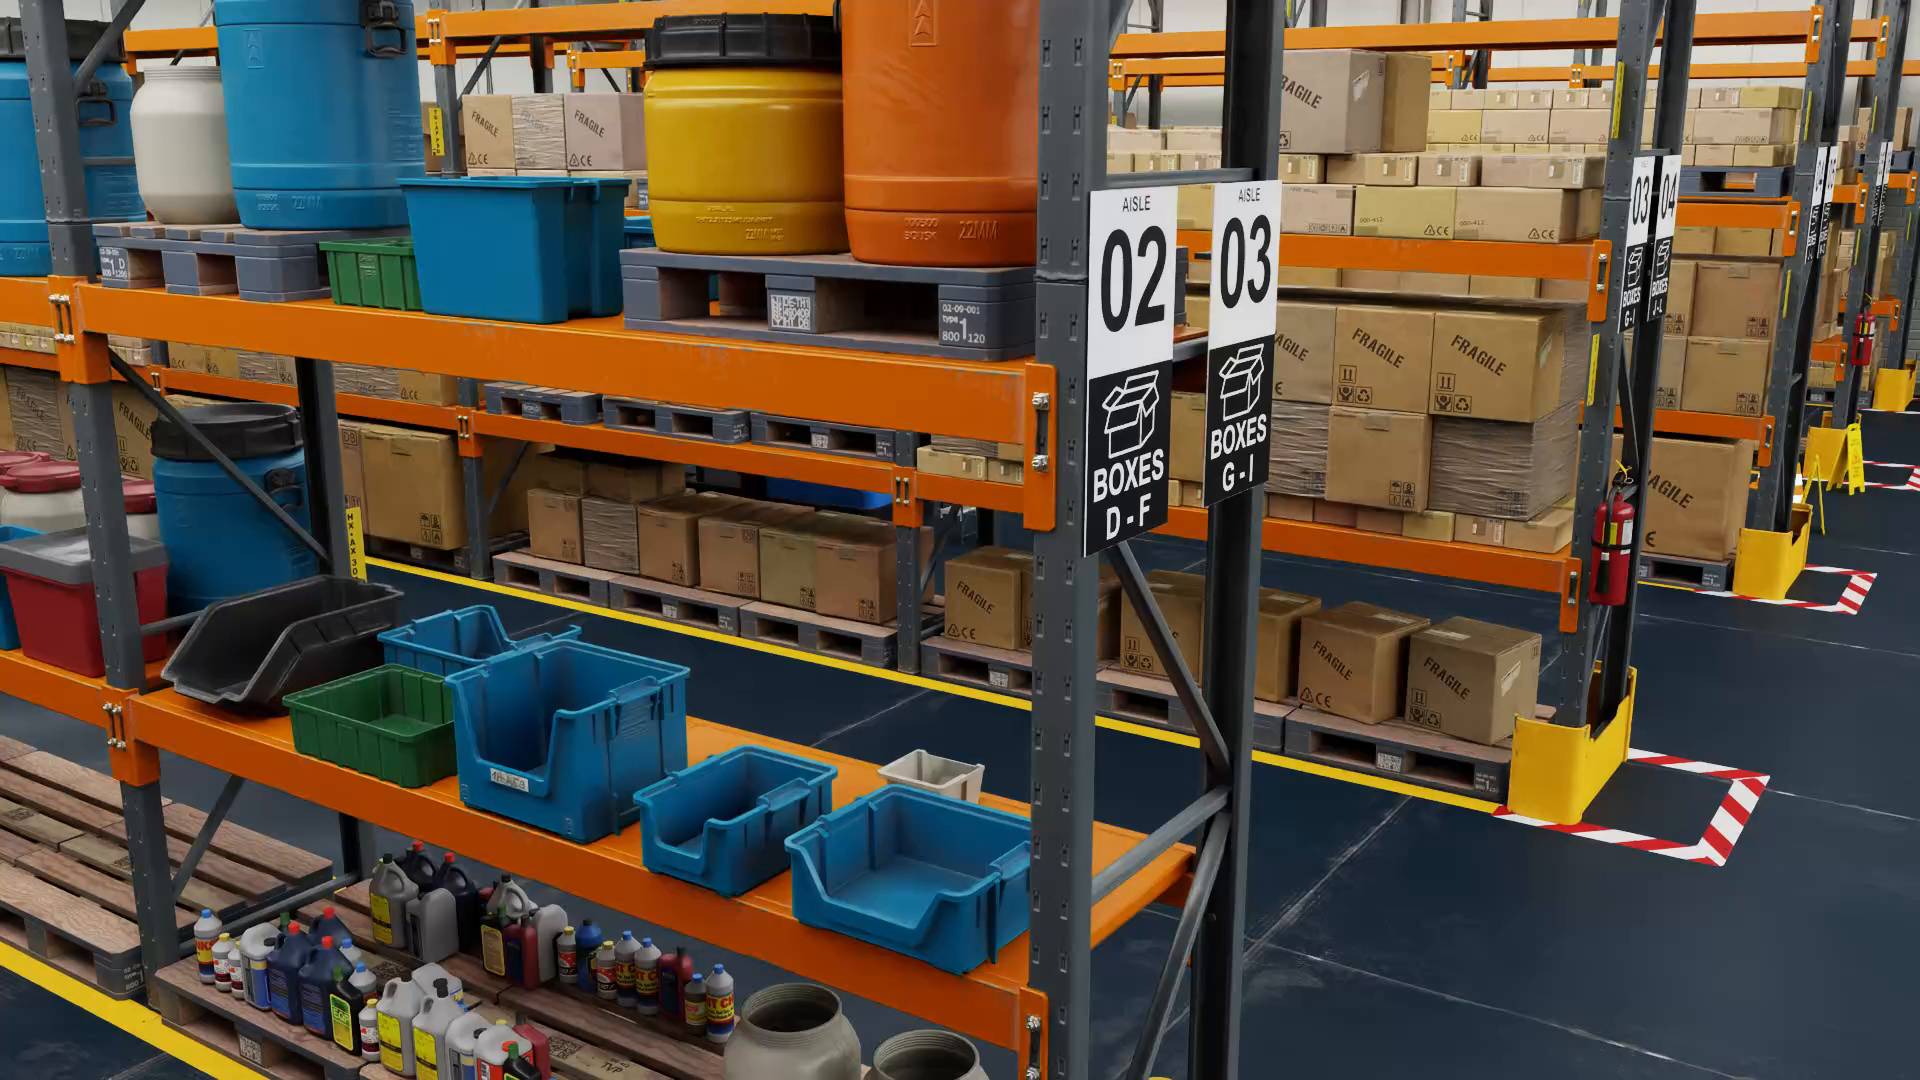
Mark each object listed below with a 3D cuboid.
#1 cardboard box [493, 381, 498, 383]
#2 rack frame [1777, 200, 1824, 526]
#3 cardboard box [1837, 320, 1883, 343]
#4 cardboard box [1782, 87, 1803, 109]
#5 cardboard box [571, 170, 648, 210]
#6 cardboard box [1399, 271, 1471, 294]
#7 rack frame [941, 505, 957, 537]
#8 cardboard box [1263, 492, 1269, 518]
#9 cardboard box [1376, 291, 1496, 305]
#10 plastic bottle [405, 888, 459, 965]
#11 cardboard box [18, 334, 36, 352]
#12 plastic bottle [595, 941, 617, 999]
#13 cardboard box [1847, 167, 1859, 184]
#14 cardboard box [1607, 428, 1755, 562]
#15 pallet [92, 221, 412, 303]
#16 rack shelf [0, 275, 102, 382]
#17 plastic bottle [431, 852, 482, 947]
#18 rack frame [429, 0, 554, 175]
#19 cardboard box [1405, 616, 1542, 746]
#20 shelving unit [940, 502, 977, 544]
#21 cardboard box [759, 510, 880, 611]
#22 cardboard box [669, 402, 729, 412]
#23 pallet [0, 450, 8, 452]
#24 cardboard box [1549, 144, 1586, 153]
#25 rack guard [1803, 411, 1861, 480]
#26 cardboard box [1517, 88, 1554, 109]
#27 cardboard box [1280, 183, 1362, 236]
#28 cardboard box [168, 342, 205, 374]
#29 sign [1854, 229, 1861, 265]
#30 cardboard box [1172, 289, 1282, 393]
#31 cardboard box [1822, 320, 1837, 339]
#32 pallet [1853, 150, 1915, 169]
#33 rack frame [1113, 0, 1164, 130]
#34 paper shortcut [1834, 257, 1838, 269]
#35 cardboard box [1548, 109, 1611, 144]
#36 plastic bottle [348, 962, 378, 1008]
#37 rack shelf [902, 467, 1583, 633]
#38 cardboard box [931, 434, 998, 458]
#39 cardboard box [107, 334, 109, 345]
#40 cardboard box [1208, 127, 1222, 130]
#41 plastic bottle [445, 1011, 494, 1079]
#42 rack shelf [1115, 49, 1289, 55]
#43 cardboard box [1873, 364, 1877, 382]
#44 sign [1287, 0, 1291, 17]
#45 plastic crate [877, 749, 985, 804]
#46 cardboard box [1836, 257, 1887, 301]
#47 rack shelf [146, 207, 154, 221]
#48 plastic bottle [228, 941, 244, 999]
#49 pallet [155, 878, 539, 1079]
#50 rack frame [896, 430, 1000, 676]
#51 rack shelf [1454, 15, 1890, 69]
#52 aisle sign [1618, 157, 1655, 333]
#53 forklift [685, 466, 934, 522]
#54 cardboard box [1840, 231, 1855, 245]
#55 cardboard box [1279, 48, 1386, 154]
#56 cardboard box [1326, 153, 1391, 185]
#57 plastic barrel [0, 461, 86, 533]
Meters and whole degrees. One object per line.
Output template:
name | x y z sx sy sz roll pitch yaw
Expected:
cardboard box | -3.635 -1.419 13.106 0.500 0.500 0.500 10 17 34
rack frame | 6.105 -1.153 12.239 0.053 2.616 0.949 9 17 33
cardboard box | 11.259 -2.601 20.856 0.500 0.250 0.500 9 16 32
cardboard box | 6.007 -3.236 12.191 0.250 0.149 0.380 9 17 33
cardboard box | -2.278 -2.385 11.284 0.500 0.250 0.500 10 17 34
cardboard box | 3.967 -2.081 13.426 0.550 0.550 0.875 9 17 33
rack frame | -0.091 -0.452 13.775 0.006 0.900 0.240 9 17 33
cardboard box | 1.600 -0.234 9.048 0.250 0.149 0.380 9 17 33
cardboard box | 2.539 -1.053 8.928 0.500 0.500 0.500 9 17 33
plastic bottle | -2.036 1.469 6.400 0.135 0.276 0.152 9 17 33
cardboard box | -8.634 -1.883 15.710 0.250 0.149 0.380 9 16 31
plastic bottle | -1.290 1.576 6.122 0.097 0.201 0.097 0 14 0
cardboard box | 8.691 -3.598 16.395 0.250 0.149 0.380 9 17 33
cardboard box | 5.507 -0.404 12.761 0.875 0.875 0.875 9 17 33
pallet | -2.176 -1.014 5.829 1.003 0.211 1.213 9 17 33
rack shelf | -1.726 -3.080 16.851 10.306 1.127 20.352 9 17 33
plastic bottle | -1.974 1.400 6.524 0.185 0.351 0.144 8 16 30
rack frame | -3.384 -4.163 11.915 0.127 3.000 1.000 9 17 33
cardboard box | 2.746 0.744 8.903 0.500 0.500 0.500 13 19 43
shelving unit | 5.694 -2.375 16.771 5.845 3.194 12.311 9 17 33
cardboard box | -0.947 0.131 11.340 0.500 0.500 0.700 9 17 32
cardboard box | -1.555 -1.183 11.271 0.637 0.503 0.797 11 18 38
pallet | -9.315 -0.879 16.935 1.213 0.211 1.003 9 17 33
cardboard box | 4.588 -2.888 12.445 0.250 0.149 0.380 9 17 33
rack guard | 8.722 -0.951 16.625 0.348 0.500 1.175 9 17 33
cardboard box | 4.372 -3.309 12.489 0.250 0.149 0.380 9 17 33
cardboard box | 1.876 -1.712 8.568 0.500 0.250 0.500 10 17 34
cardboard box | -6.461 -1.725 14.340 0.500 0.500 0.500 9 17 33
sign | 8.459 -2.762 15.670 0.005 0.325 0.100 9 17 33
cardboard box | 1.418 -1.083 9.049 0.500 0.500 0.500 9 17 33
cardboard box | 8.619 -2.119 16.665 0.250 0.149 0.380 9 17 33
pallet | 10.980 -4.658 20.338 1.213 0.211 1.003 9 17 33
rack frame | 2.147 -6.139 19.897 0.127 3.000 1.000 9 17 33
paper shortcut | 3.157 -3.725 16.412 7.419 4.891 15.755 -27 -14 31
cardboard box | 4.714 -3.079 12.386 0.500 0.250 0.500 9 17 32
plastic bottle | -2.091 1.612 5.831 0.097 0.271 0.097 0 14 0
rack shelf | 1.595 -0.097 9.472 4.000 0.370 1.077 9 17 33
cardboard box | 0.274 -0.835 10.127 0.500 0.500 0.875 9 17 33
cardboard box | -7.646 -1.935 15.091 0.500 0.250 0.500 10 17 34
cardboard box | 3.868 -6.050 24.642 0.250 0.149 0.380 9 16 32
plastic bottle | -1.587 1.701 5.462 0.135 0.276 0.152 9 16 31
rack shelf | 1.128 -4.397 14.889 3.687 0.071 0.831 9 17 33
cardboard box | 11.254 -2.119 20.987 0.500 0.250 0.500 9 17 33
sign | 4.620 -7.512 23.333 0.005 0.325 0.100 9 17 33
plastic crate | -0.073 0.753 5.088 0.250 0.136 0.298 9 17 33
cardboard box | 10.998 -3.207 20.327 0.500 0.500 0.500 9 16 32
rack shelf | -5.043 -2.626 13.445 4.000 0.370 1.077 9 17 33
plastic bottle | -2.640 1.575 6.127 0.097 0.201 0.097 0 14 0
pallet | -2.295 1.725 6.417 1.213 0.211 1.003 9 17 33
rack frame | -0.065 -0.715 10.469 0.127 3.000 1.000 9 17 33
rack shelf | 7.126 -4.984 16.733 4.000 0.370 1.077 9 17 33
aisle sign | 3.139 -1.372 7.714 0.004 0.787 0.394 9 17 33
forklift | -3.779 -0.959 11.598 3.693 2.935 8.118 8 16 29
cardboard box | 10.916 -3.685 20.291 0.250 0.149 0.380 9 17 33
cardboard box | 1.827 -2.228 8.469 0.500 0.500 0.500 9 17 33
cardboard box | 2.054 -1.890 8.457 0.250 0.149 0.380 9 17 33
plastic barrel | -4.109 -0.064 7.555 0.433 0.535 0.433 0 14 0
